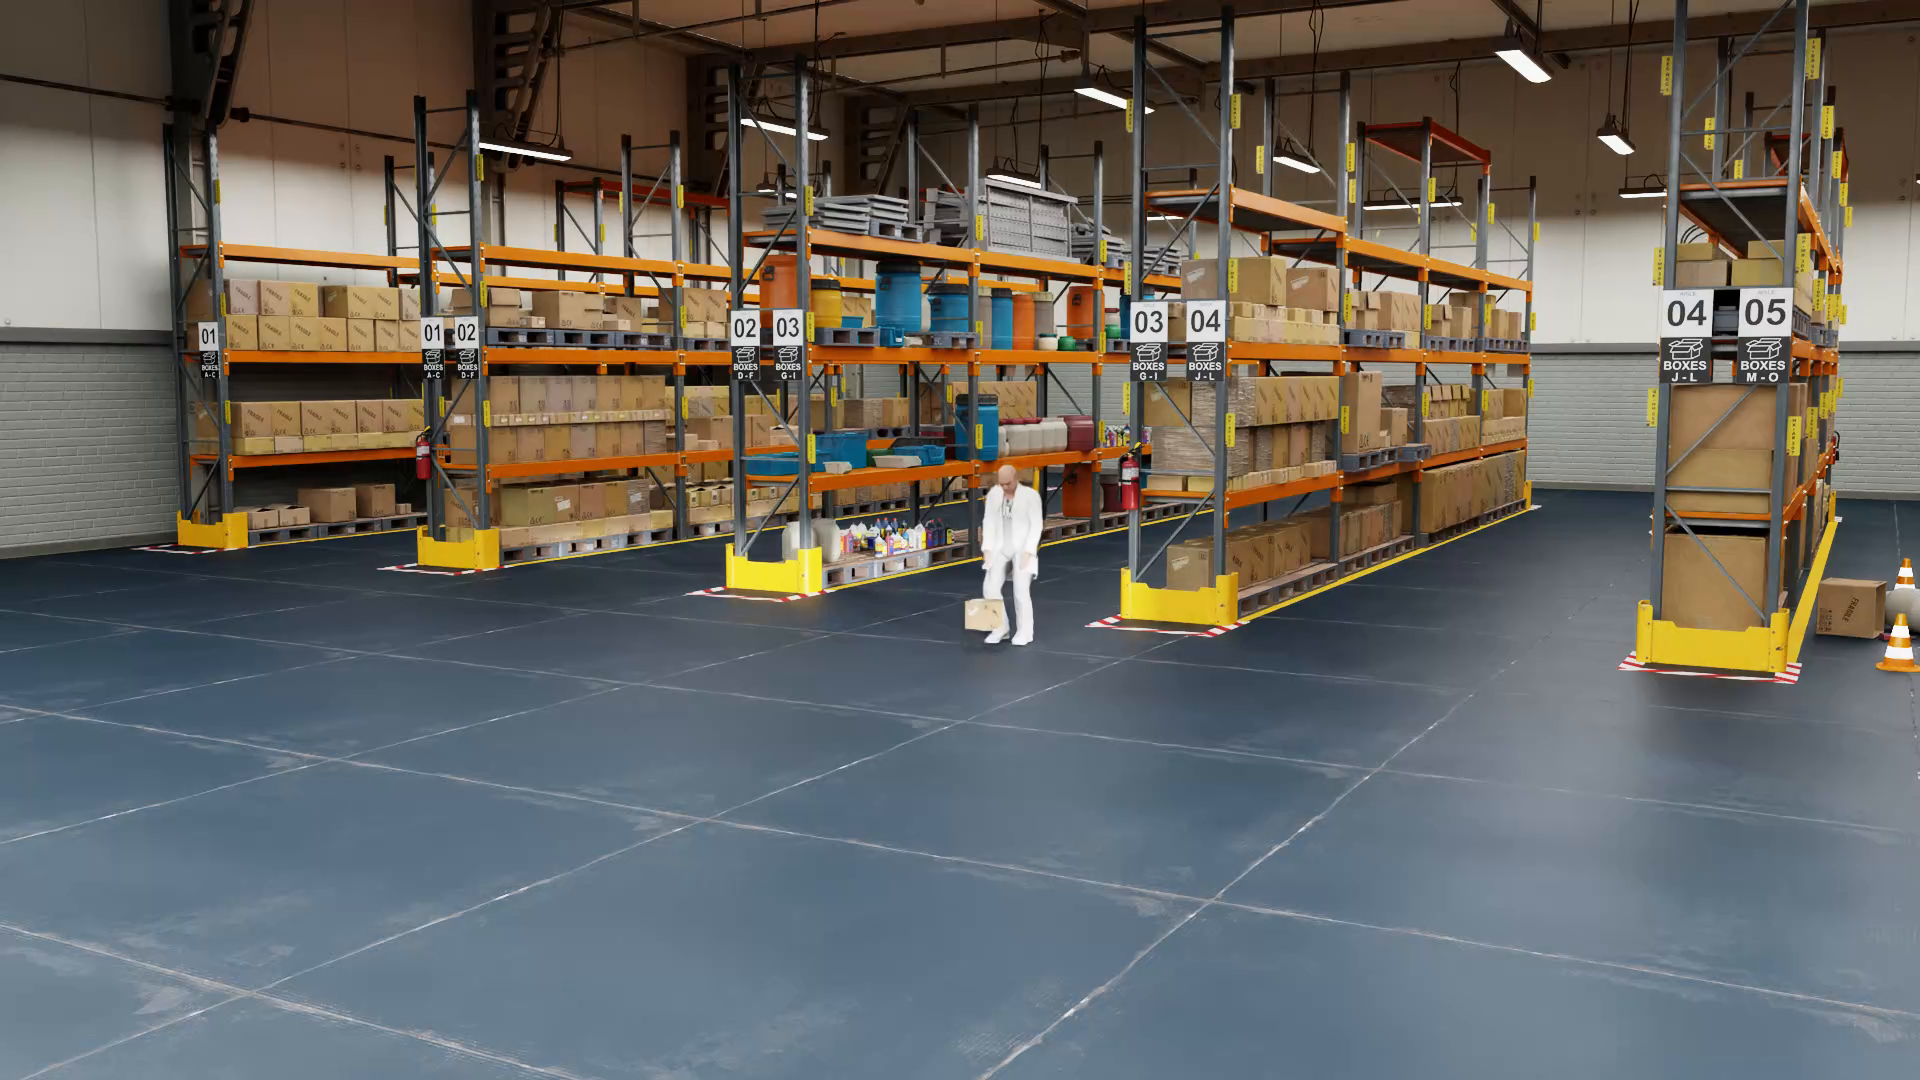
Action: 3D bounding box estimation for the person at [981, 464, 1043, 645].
[{"bbox_3d":[0.493,0.132,15.391,0.607,1.662,0.496,3,7,30],"label":"person"}]
